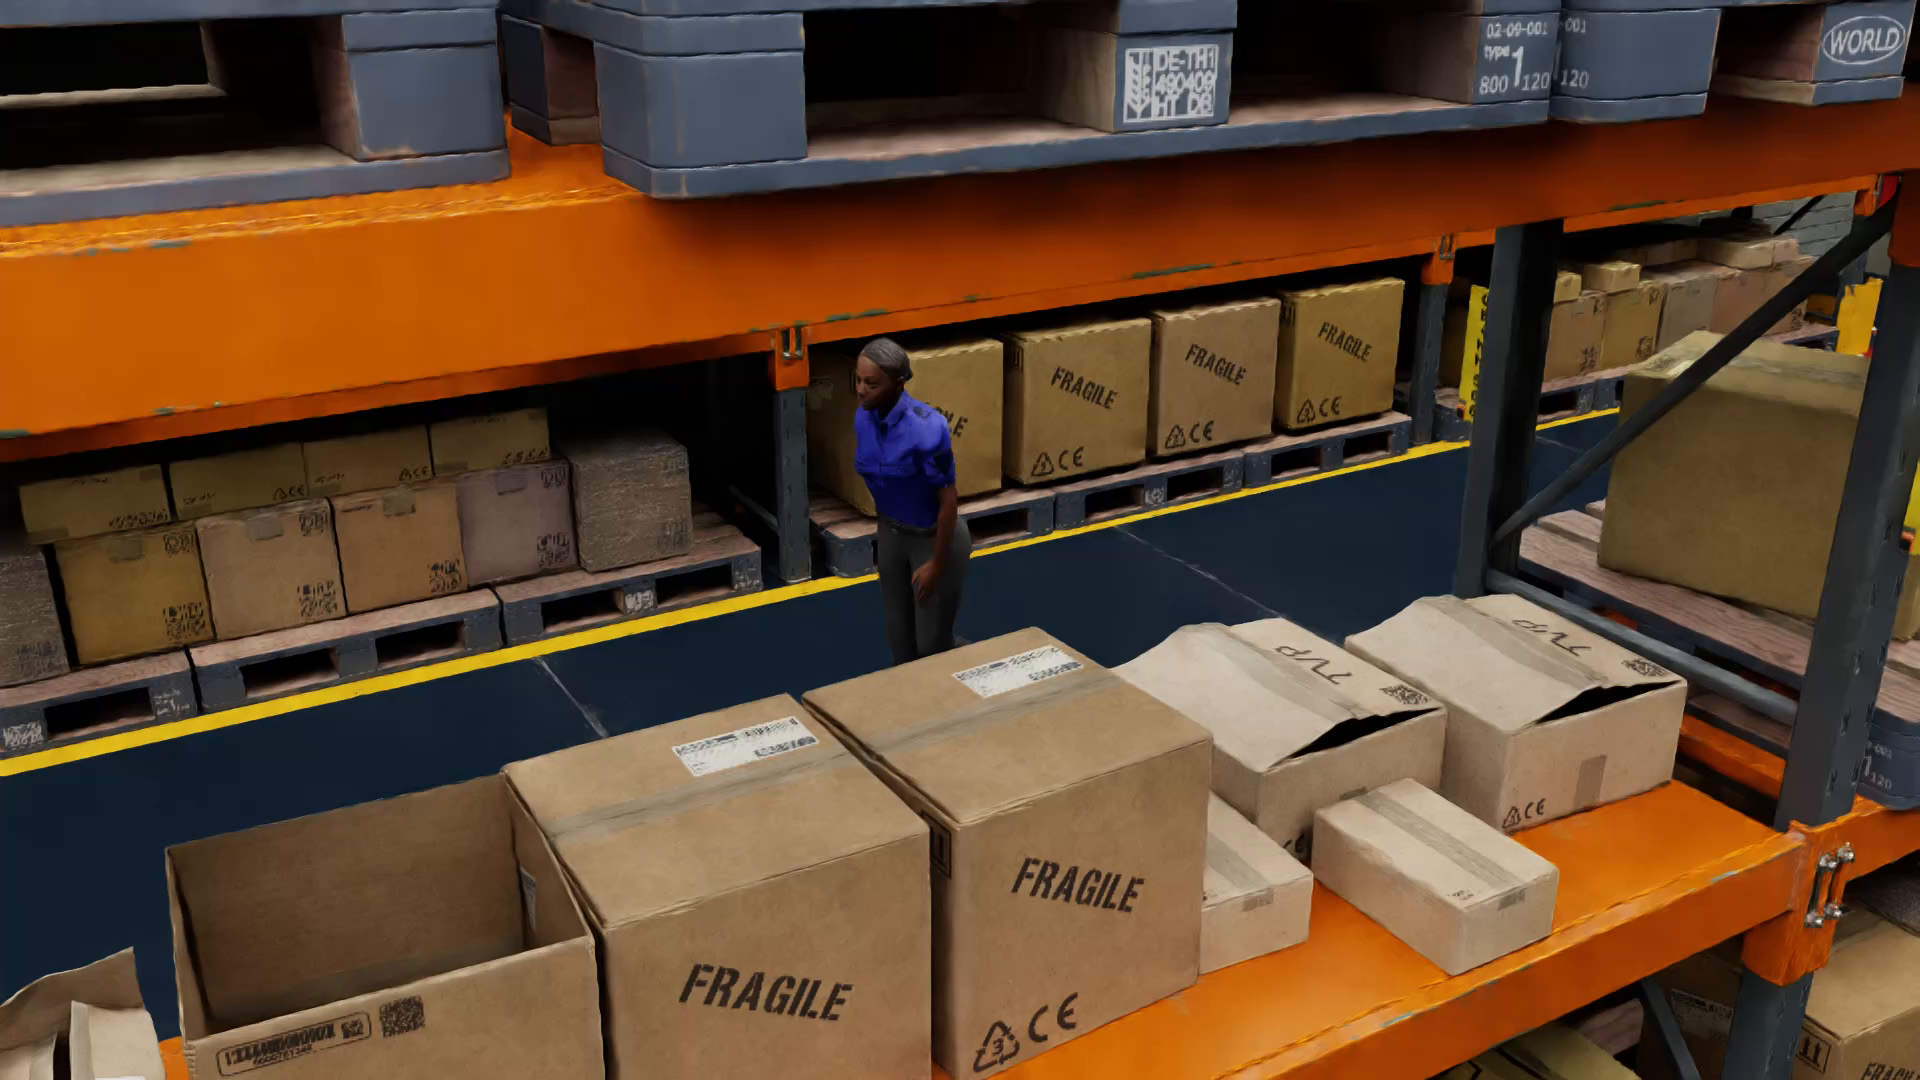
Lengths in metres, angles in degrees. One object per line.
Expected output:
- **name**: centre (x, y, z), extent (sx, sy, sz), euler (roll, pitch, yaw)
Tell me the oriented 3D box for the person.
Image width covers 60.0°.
- **person**: centre (-0.135, 0.020, 6.078), extent (0.448, 1.635, 0.615), euler (18, 28, 37)
